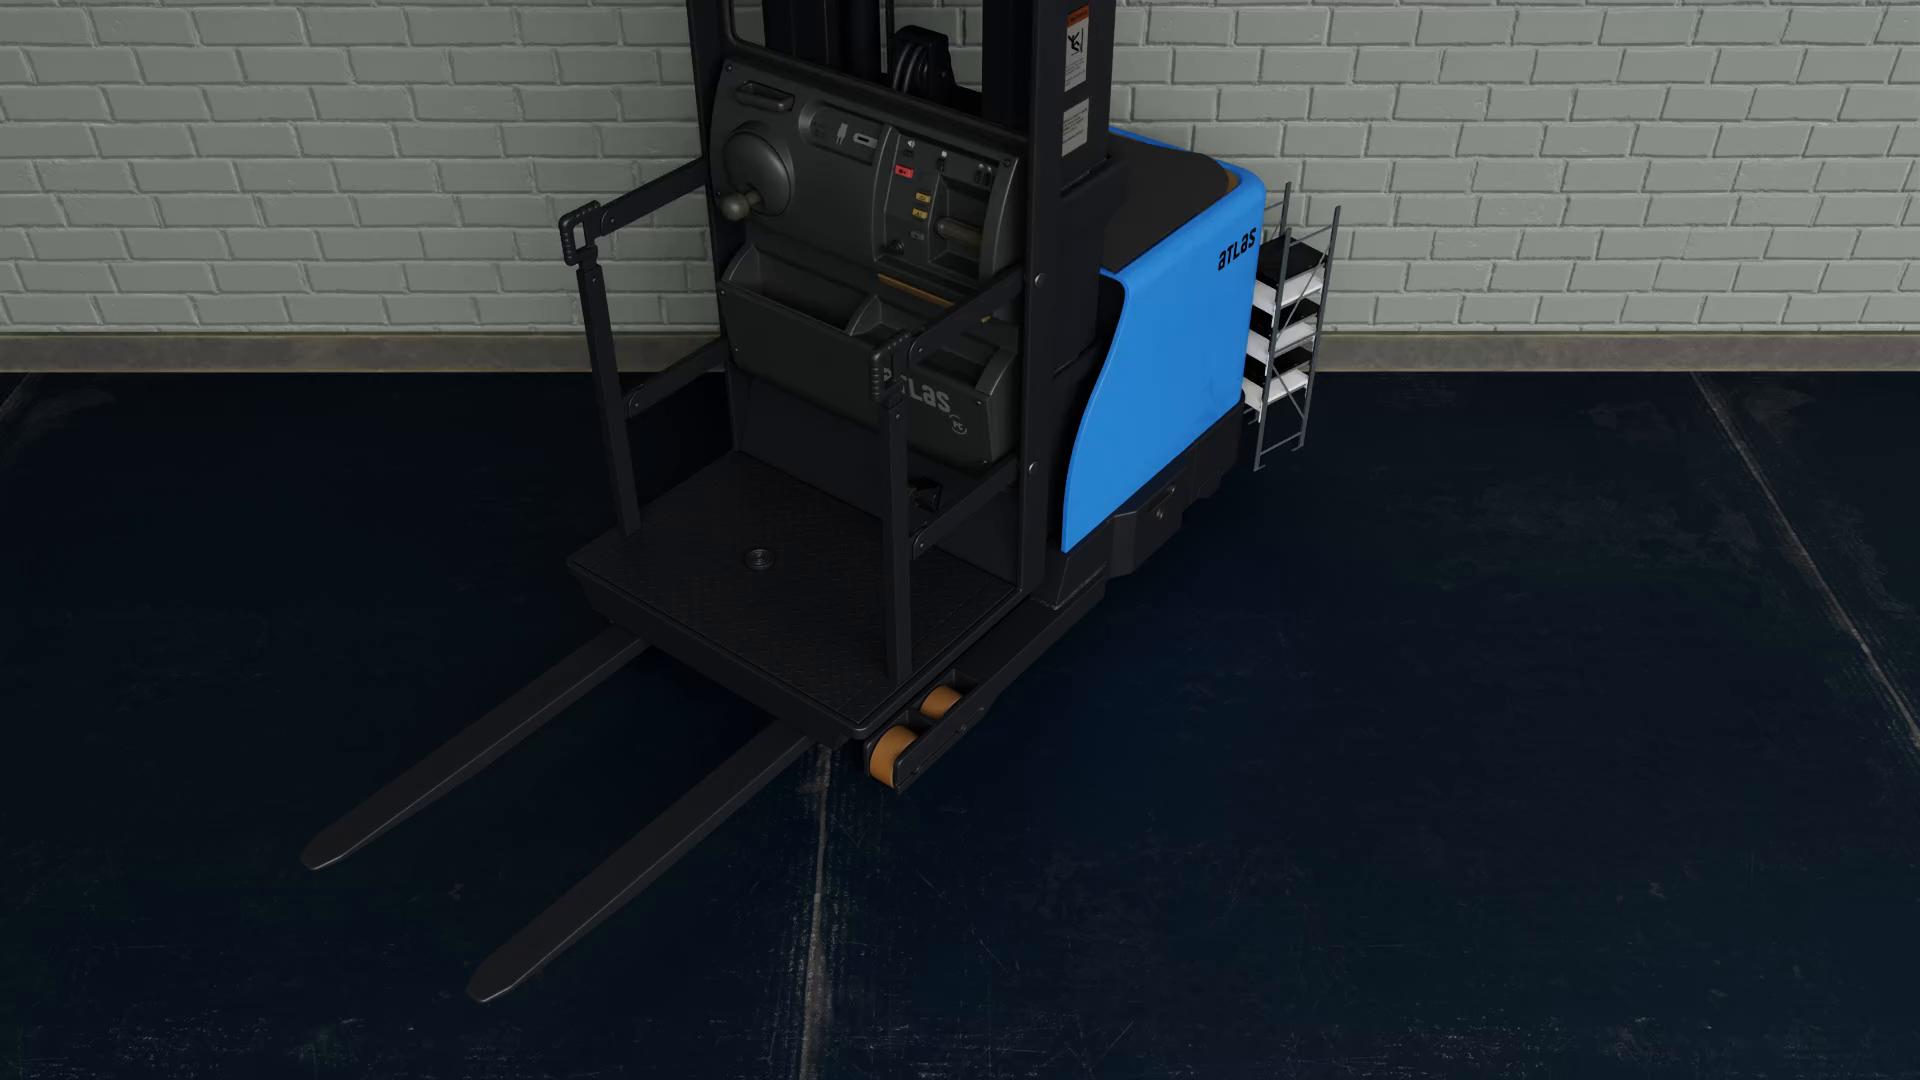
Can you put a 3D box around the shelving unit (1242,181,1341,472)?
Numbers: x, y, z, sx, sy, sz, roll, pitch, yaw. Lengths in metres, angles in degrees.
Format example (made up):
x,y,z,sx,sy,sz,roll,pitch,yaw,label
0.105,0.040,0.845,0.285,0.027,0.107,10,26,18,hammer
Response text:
x,y,z,sx,sy,sz,roll,pitch,yaw,label
1.007,-0.675,5.373,0.258,0.900,0.210,-27,46,-29,shelving unit

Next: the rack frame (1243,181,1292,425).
x,y,z,sx,sy,sz,roll,pitch,yaw,label
0.944,-0.725,5.435,0.240,0.900,0.006,-27,46,-29,rack frame

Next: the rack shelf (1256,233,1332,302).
x,y,z,sx,sy,sz,roll,pitch,yaw,label
1.007,-0.860,5.225,0.258,0.077,0.200,-27,46,-29,rack shelf

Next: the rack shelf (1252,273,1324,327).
x,y,z,sx,sy,sz,roll,pitch,yaw,label
1.007,-0.790,5.282,0.258,0.077,0.200,-27,46,-29,rack shelf

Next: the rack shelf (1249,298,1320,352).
x,y,z,sx,sy,sz,roll,pitch,yaw,label
1.007,-0.720,5.338,0.258,0.077,0.200,-27,46,-29,rack shelf

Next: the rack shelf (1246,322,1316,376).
x,y,z,sx,sy,sz,roll,pitch,yaw,label
1.007,-0.649,5.394,0.258,0.077,0.200,-27,46,-29,rack shelf

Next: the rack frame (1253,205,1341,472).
x,y,z,sx,sy,sz,roll,pitch,yaw,label
1.071,-0.626,5.311,0.240,0.900,0.006,-27,46,-29,rack frame

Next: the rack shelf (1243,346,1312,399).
x,y,z,sx,sy,sz,roll,pitch,yaw,label
1.007,-0.579,5.450,0.258,0.077,0.200,-27,46,-29,rack shelf

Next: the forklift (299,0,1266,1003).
x,y,z,sx,sy,sz,roll,pitch,yaw,label
-0.383,-0.834,3.947,1.130,2.935,3.031,26,45,29,forklift

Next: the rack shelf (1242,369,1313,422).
x,y,z,sx,sy,sz,roll,pitch,yaw,label
1.007,-0.509,5.507,0.258,0.077,0.200,-27,46,-29,rack shelf
